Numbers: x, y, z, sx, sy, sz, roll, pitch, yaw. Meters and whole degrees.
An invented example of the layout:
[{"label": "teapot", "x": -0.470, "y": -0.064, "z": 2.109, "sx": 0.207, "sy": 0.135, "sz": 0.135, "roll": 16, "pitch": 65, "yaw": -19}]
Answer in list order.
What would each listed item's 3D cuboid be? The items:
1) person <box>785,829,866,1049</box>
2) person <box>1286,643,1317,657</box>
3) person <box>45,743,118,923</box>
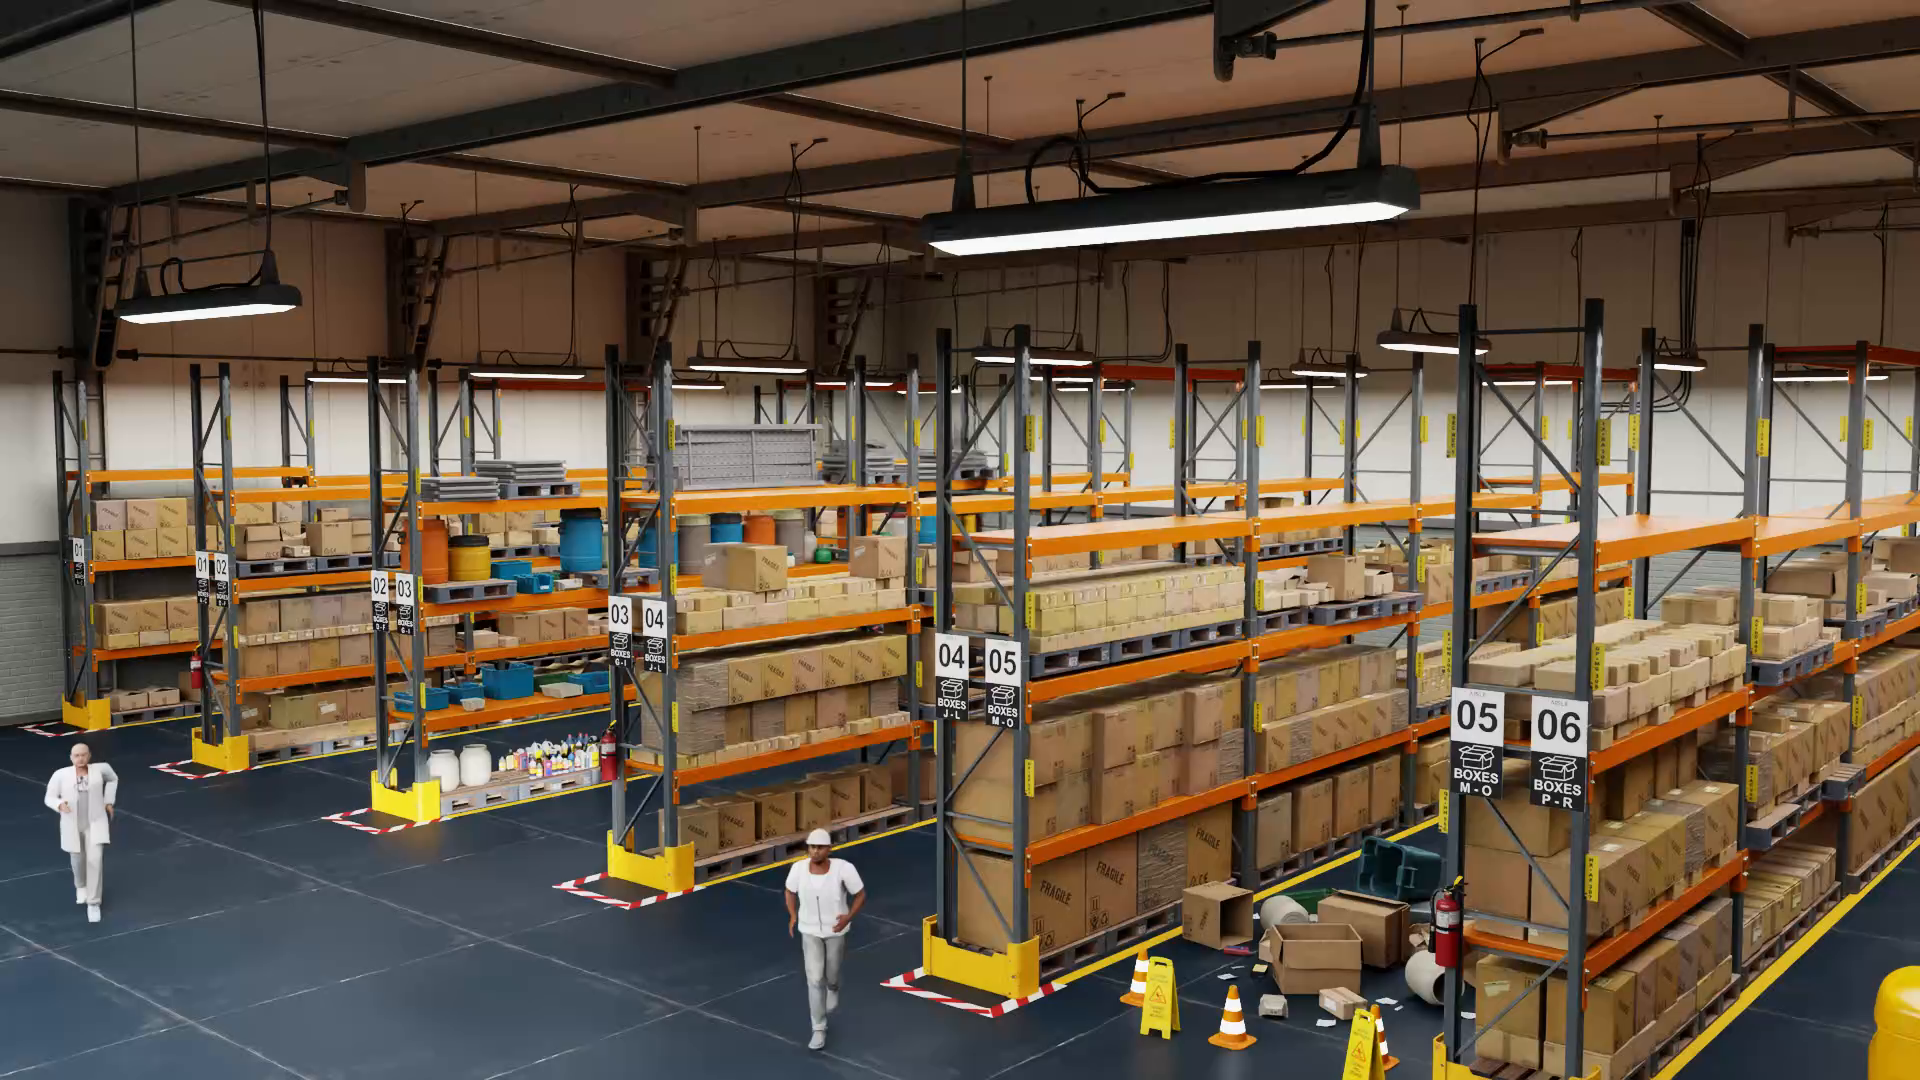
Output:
[{"label": "person", "x": -1.131, "y": 3.267, "z": 13.937, "sx": 0.696, "sy": 1.759, "sz": 0.864, "roll": 0, "pitch": 4, "yaw": 3}, {"label": "person", "x": 5.395, "y": 2.362, "z": 26.160, "sx": 0.701, "sy": 1.776, "sz": 0.950, "roll": 3, "pitch": 5, "yaw": 31}, {"label": "person", "x": -9.188, "y": 3.007, "z": 17.415, "sx": 0.660, "sy": 1.800, "sz": 1.017, "roll": -2, "pitch": 4, "yaw": -23}]
